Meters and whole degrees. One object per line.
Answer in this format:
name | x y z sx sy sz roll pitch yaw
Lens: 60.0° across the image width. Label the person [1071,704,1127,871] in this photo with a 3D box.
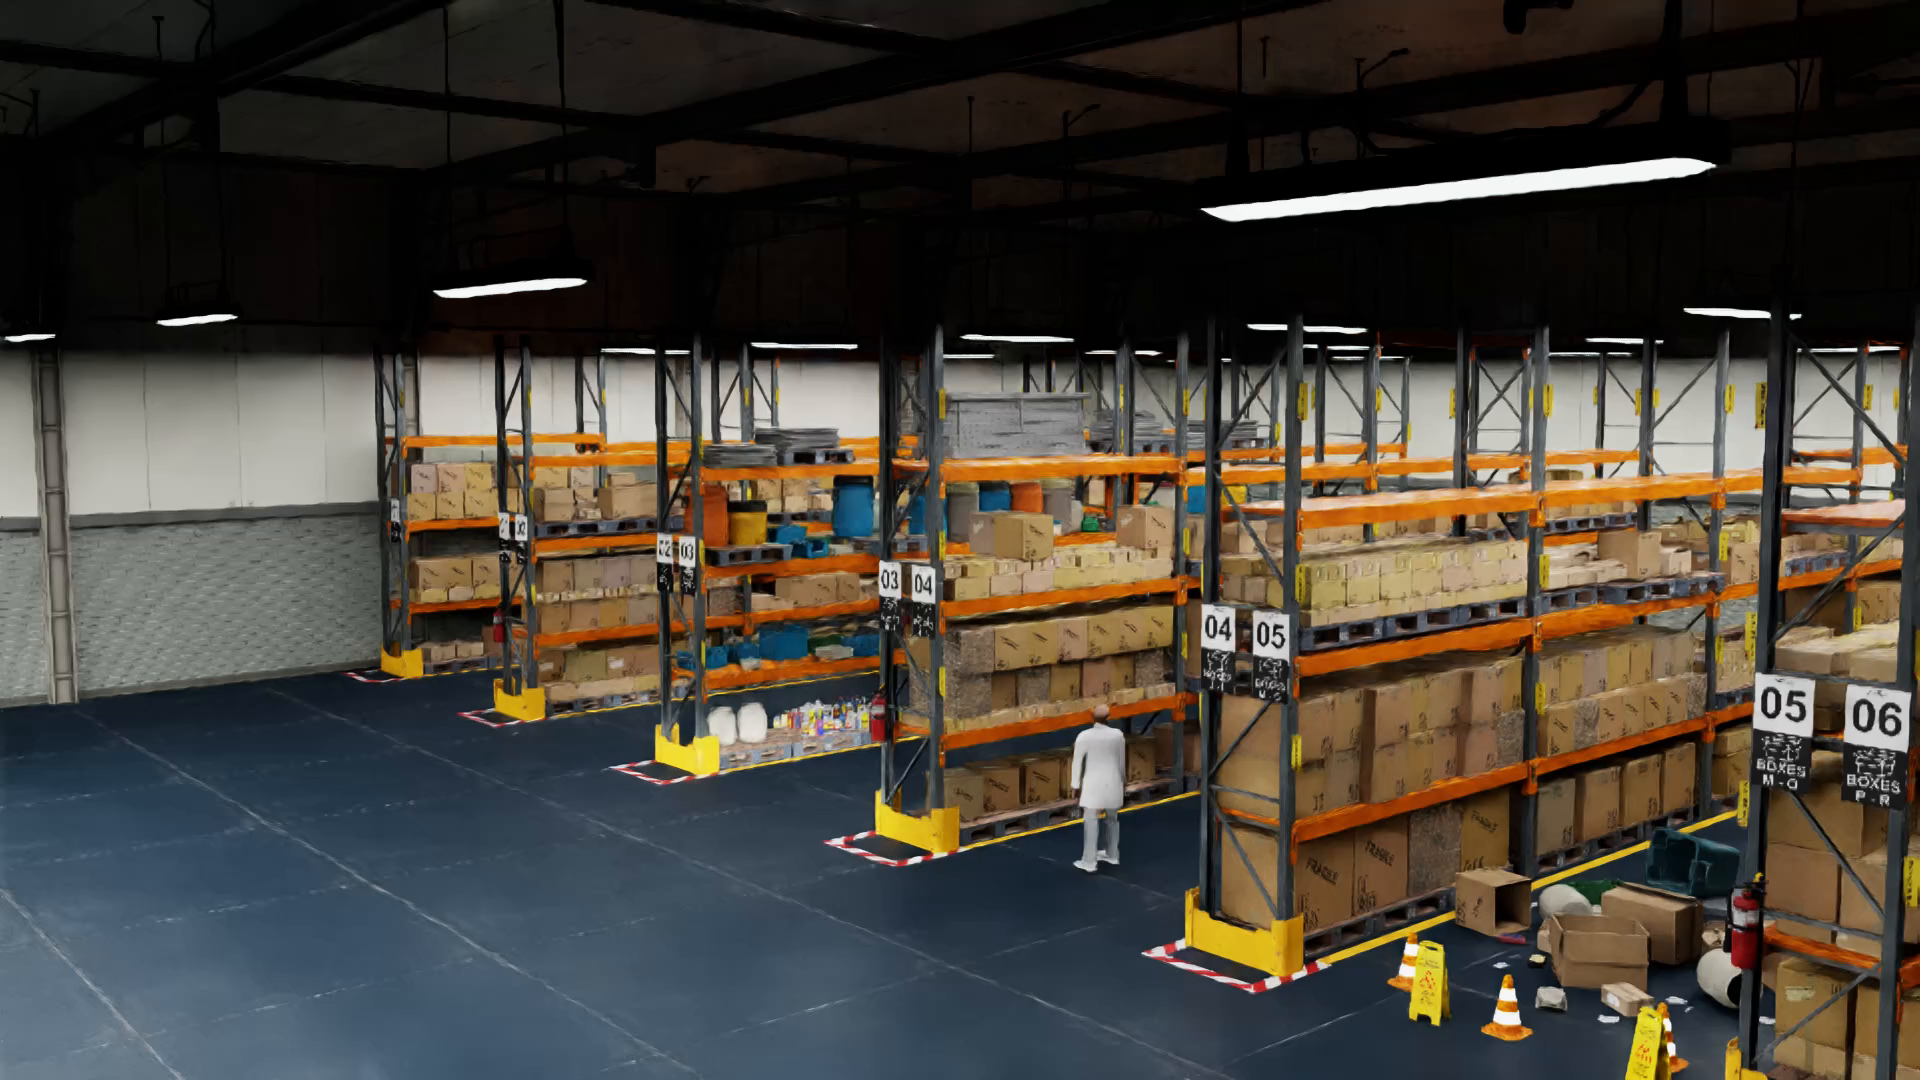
person | 1.481 2.636 17.894 0.636 1.782 0.551 -1 5 -11
